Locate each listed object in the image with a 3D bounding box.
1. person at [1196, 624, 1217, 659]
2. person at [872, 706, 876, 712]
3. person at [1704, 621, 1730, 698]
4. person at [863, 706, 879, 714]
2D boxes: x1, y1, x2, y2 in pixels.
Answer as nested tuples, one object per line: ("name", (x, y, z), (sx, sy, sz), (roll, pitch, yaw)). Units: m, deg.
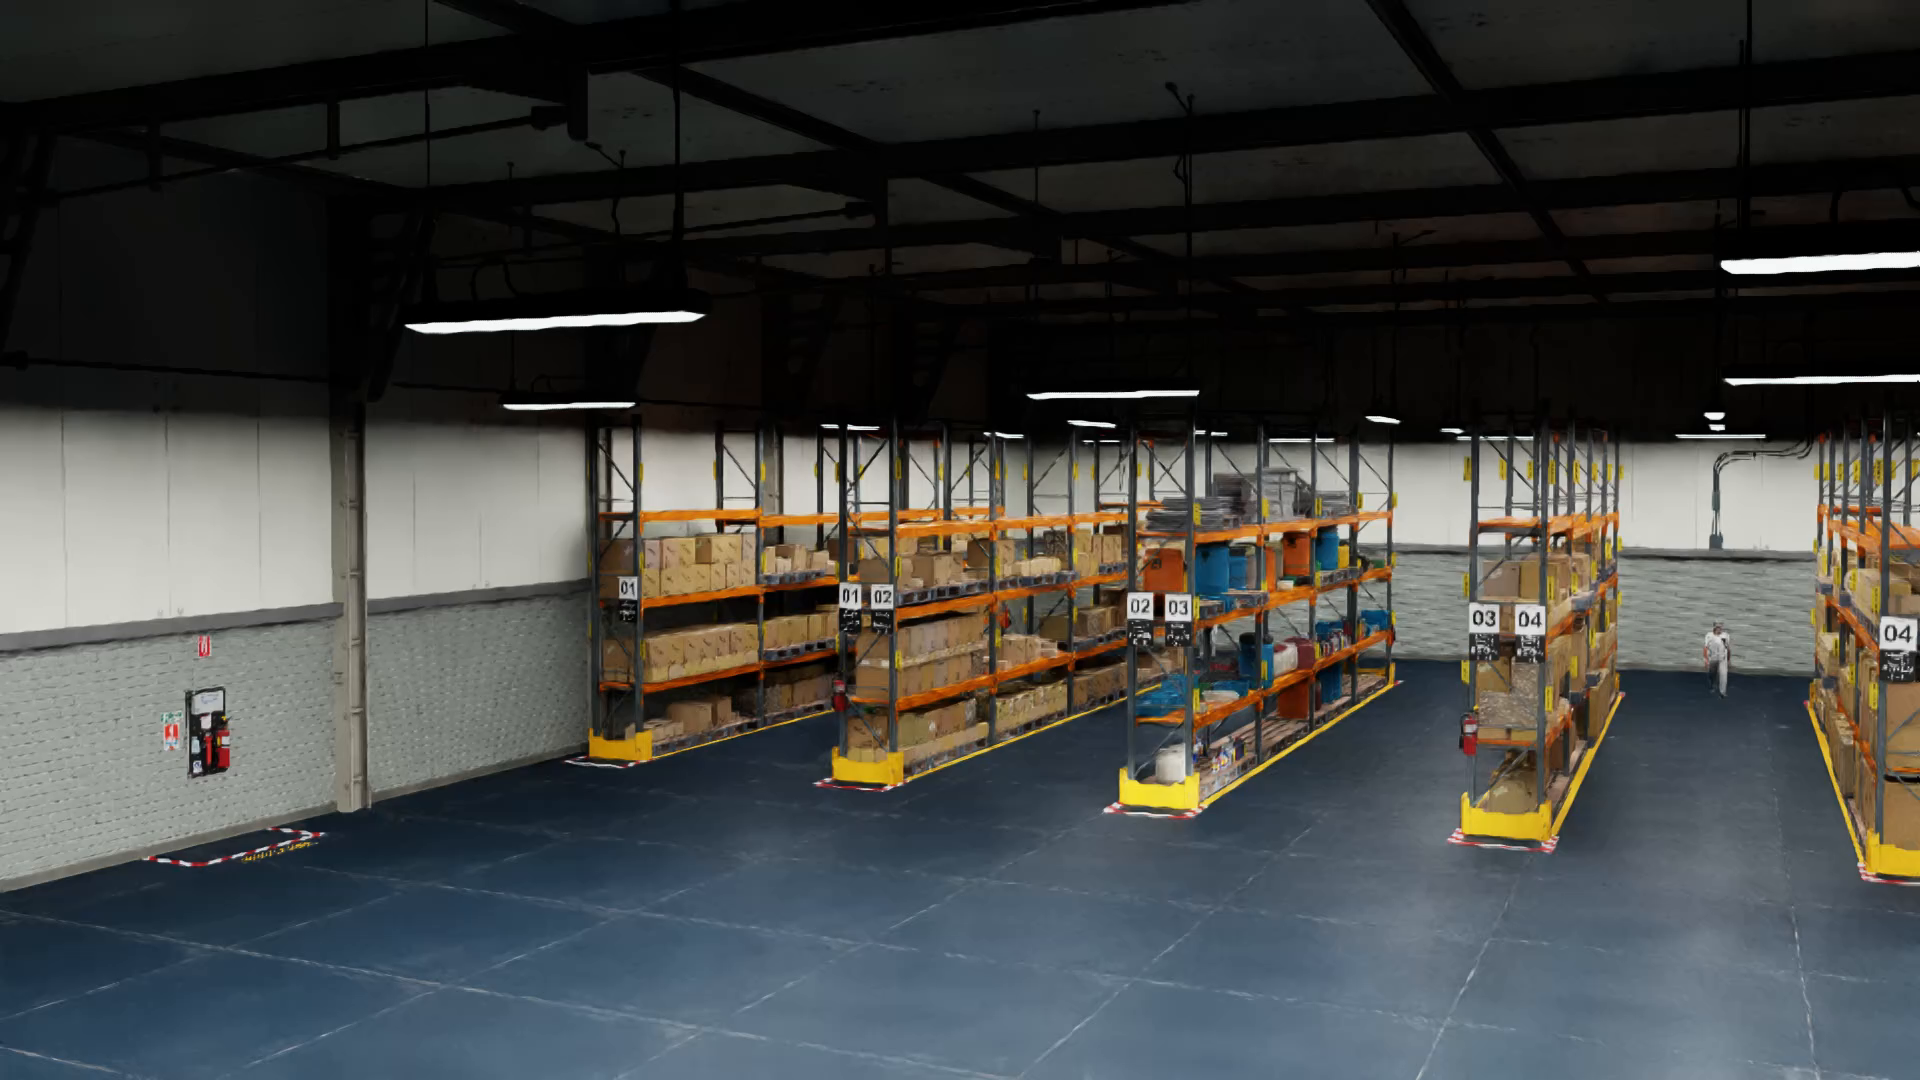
("person", (6.545, 2.374, 44.134), (0.642, 1.610, 0.786), (0, 2, 5))
("person", (-1.615, 2.802, 34.681), (0.415, 1.517, 1.042), (1, 3, 22))
("person", (16.823, 2.627, 36.964), (0.542, 1.675, 1.126), (1, 3, 27))
("person", (-1.560, 2.869, 30.869), (0.677, 1.742, 0.552), (1, 3, 23))
